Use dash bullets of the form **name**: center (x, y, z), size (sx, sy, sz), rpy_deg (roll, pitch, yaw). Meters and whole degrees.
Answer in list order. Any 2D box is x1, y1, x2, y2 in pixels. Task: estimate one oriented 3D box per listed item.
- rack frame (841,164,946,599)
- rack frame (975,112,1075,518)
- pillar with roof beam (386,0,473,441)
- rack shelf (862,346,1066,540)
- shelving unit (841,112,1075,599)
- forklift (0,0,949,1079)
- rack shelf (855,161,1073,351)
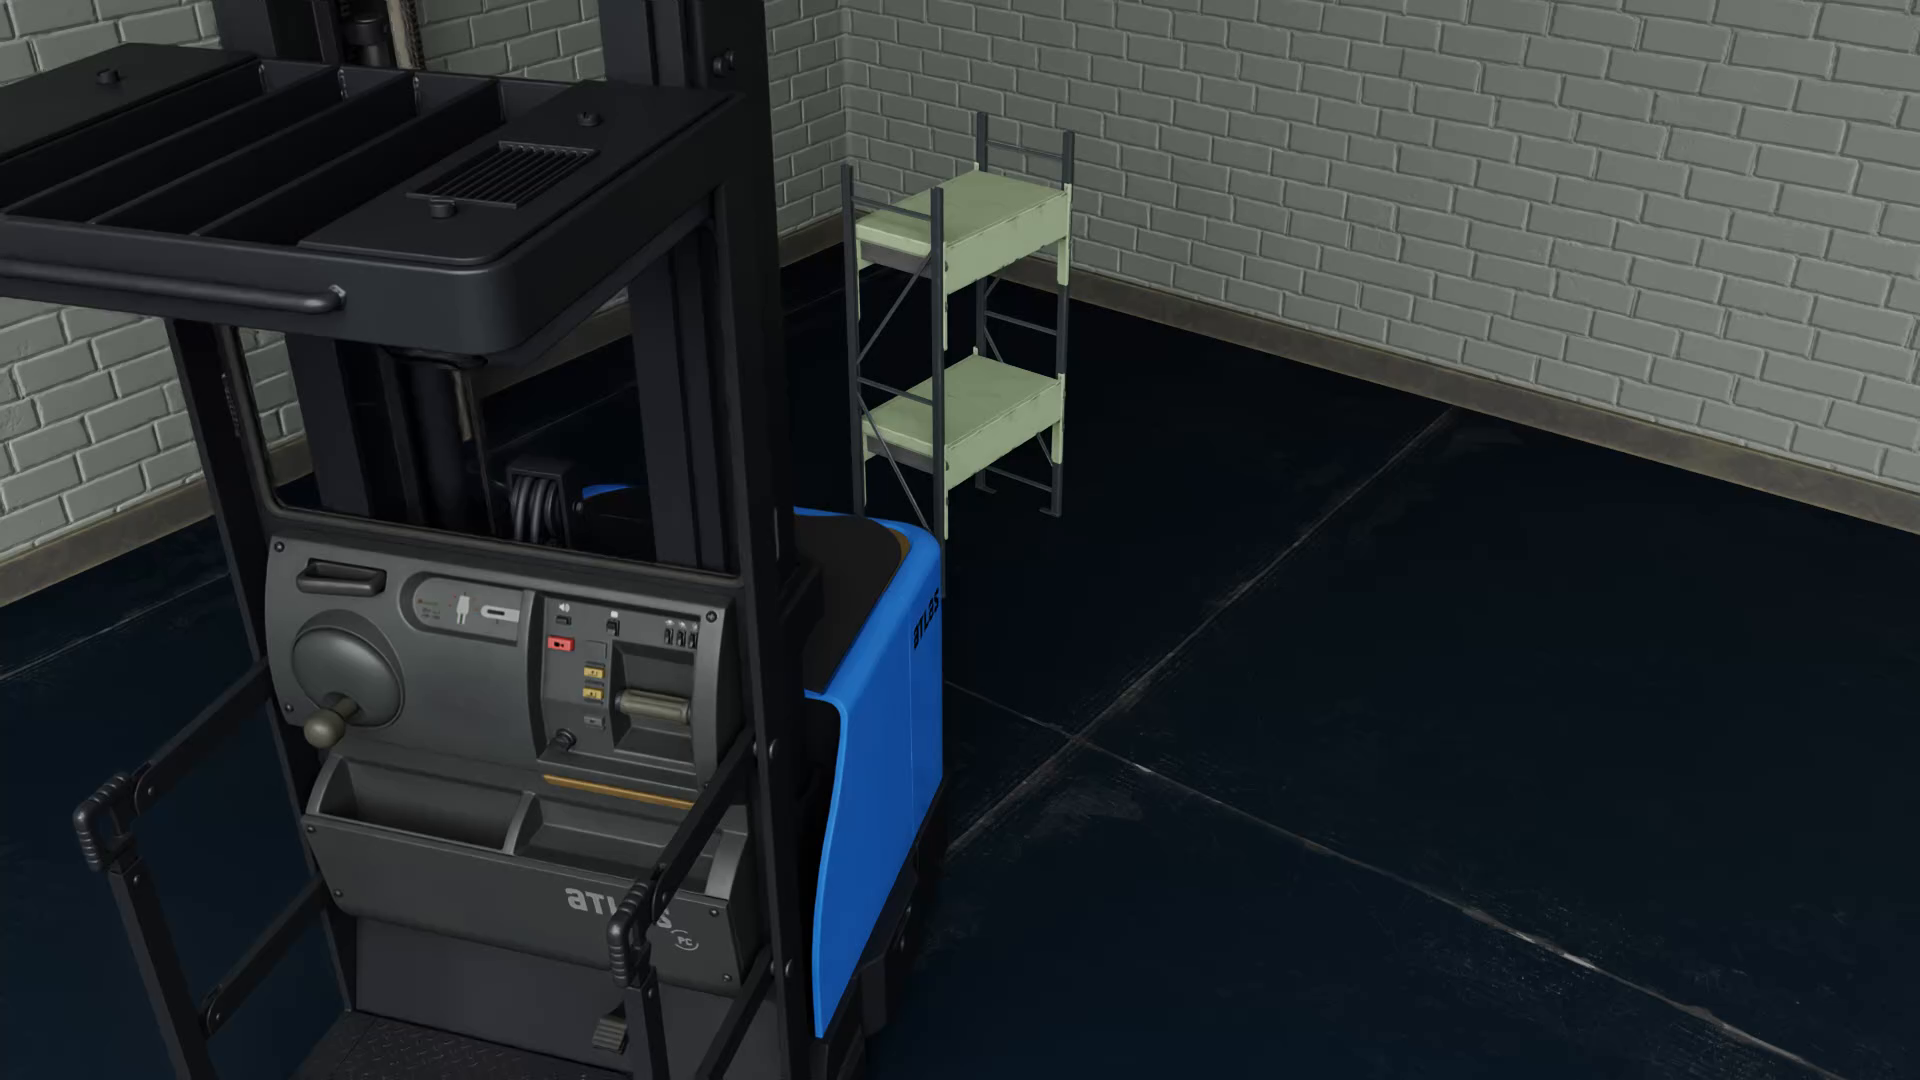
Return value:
- **rack frame**: center (-0.217, -0.499, 5.621), size (0.400, 1.500, 0.023), rpy_deg (21, 37, 31)
- **rack frame**: center (0.225, -0.797, 6.123), size (0.400, 1.500, 0.023), rpy_deg (21, 37, 31)
- **pillar with roof beam**: center (1.149, -2.946, 2.394), size (9.100, 9.000, 0.400), rpy_deg (21, 37, 31)
- **rack shelf**: center (0.004, -0.367, 6.038), size (0.431, 0.370, 0.720), rpy_deg (21, 37, 31)
- **shelving unit**: center (0.004, -0.648, 5.872), size (0.431, 1.500, 0.755), rpy_deg (21, 37, 31)
- **forklift**: center (-0.926, 0.282, 2.900), size (1.130, 2.935, 3.031), rpy_deg (8, 32, 14)
- **rack shelf**: center (0.004, -0.984, 5.673), size (0.431, 0.370, 0.720), rpy_deg (21, 37, 31)
